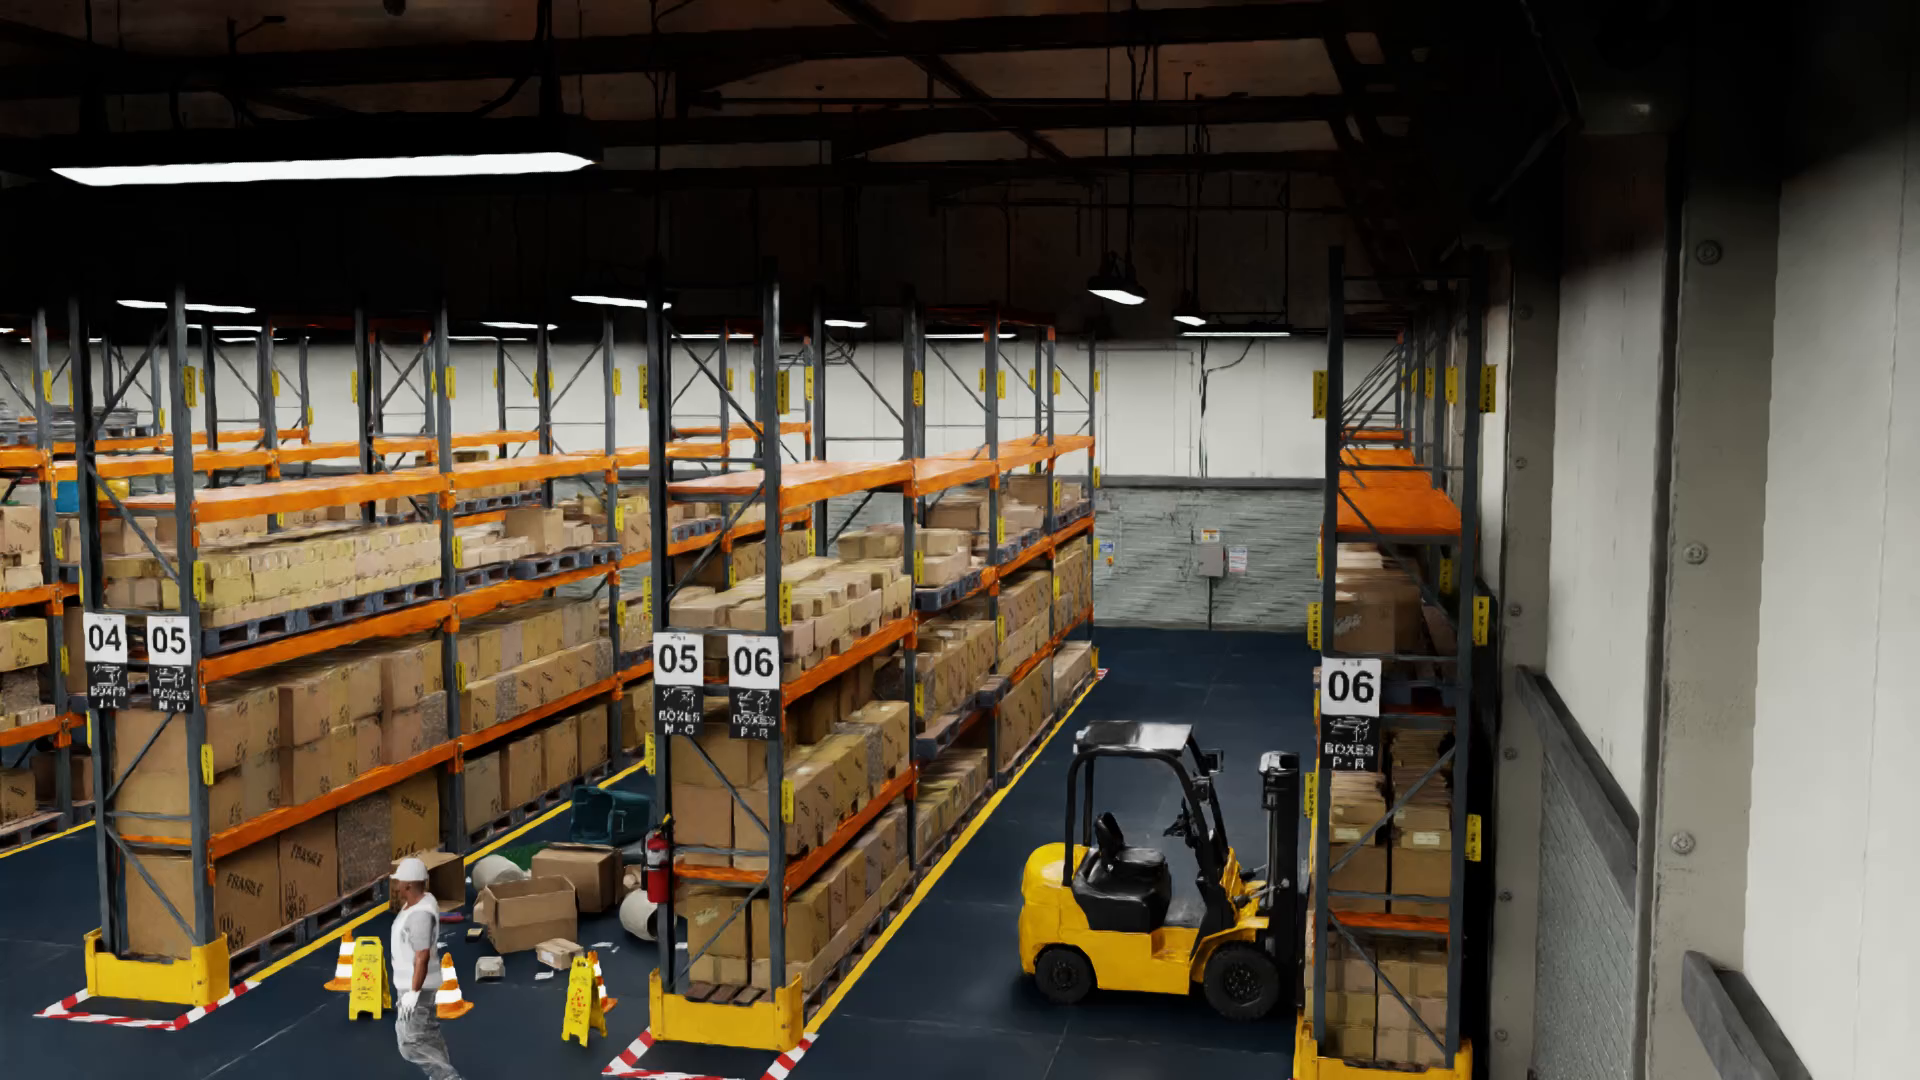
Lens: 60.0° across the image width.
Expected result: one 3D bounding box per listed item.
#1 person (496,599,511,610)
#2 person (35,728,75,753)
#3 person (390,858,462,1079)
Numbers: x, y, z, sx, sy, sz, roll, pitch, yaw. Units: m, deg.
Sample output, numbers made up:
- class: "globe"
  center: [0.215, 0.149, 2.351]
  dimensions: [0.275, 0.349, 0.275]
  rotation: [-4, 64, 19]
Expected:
- class: "person"
  center: [-7.188, 1.710, 26.199]
  dimensions: [0.322, 1.605, 0.491]
  rotation: [0, 6, -4]
- class: "person"
  center: [-11.577, 2.160, 21.267]
  dimensions: [0.724, 1.733, 0.546]
  rotation: [1, 6, 12]
- class: "person"
  center: [-3.708, 3.101, 11.589]
  dimensions: [0.473, 1.777, 0.709]
  rotation: [-2, 6, -20]
